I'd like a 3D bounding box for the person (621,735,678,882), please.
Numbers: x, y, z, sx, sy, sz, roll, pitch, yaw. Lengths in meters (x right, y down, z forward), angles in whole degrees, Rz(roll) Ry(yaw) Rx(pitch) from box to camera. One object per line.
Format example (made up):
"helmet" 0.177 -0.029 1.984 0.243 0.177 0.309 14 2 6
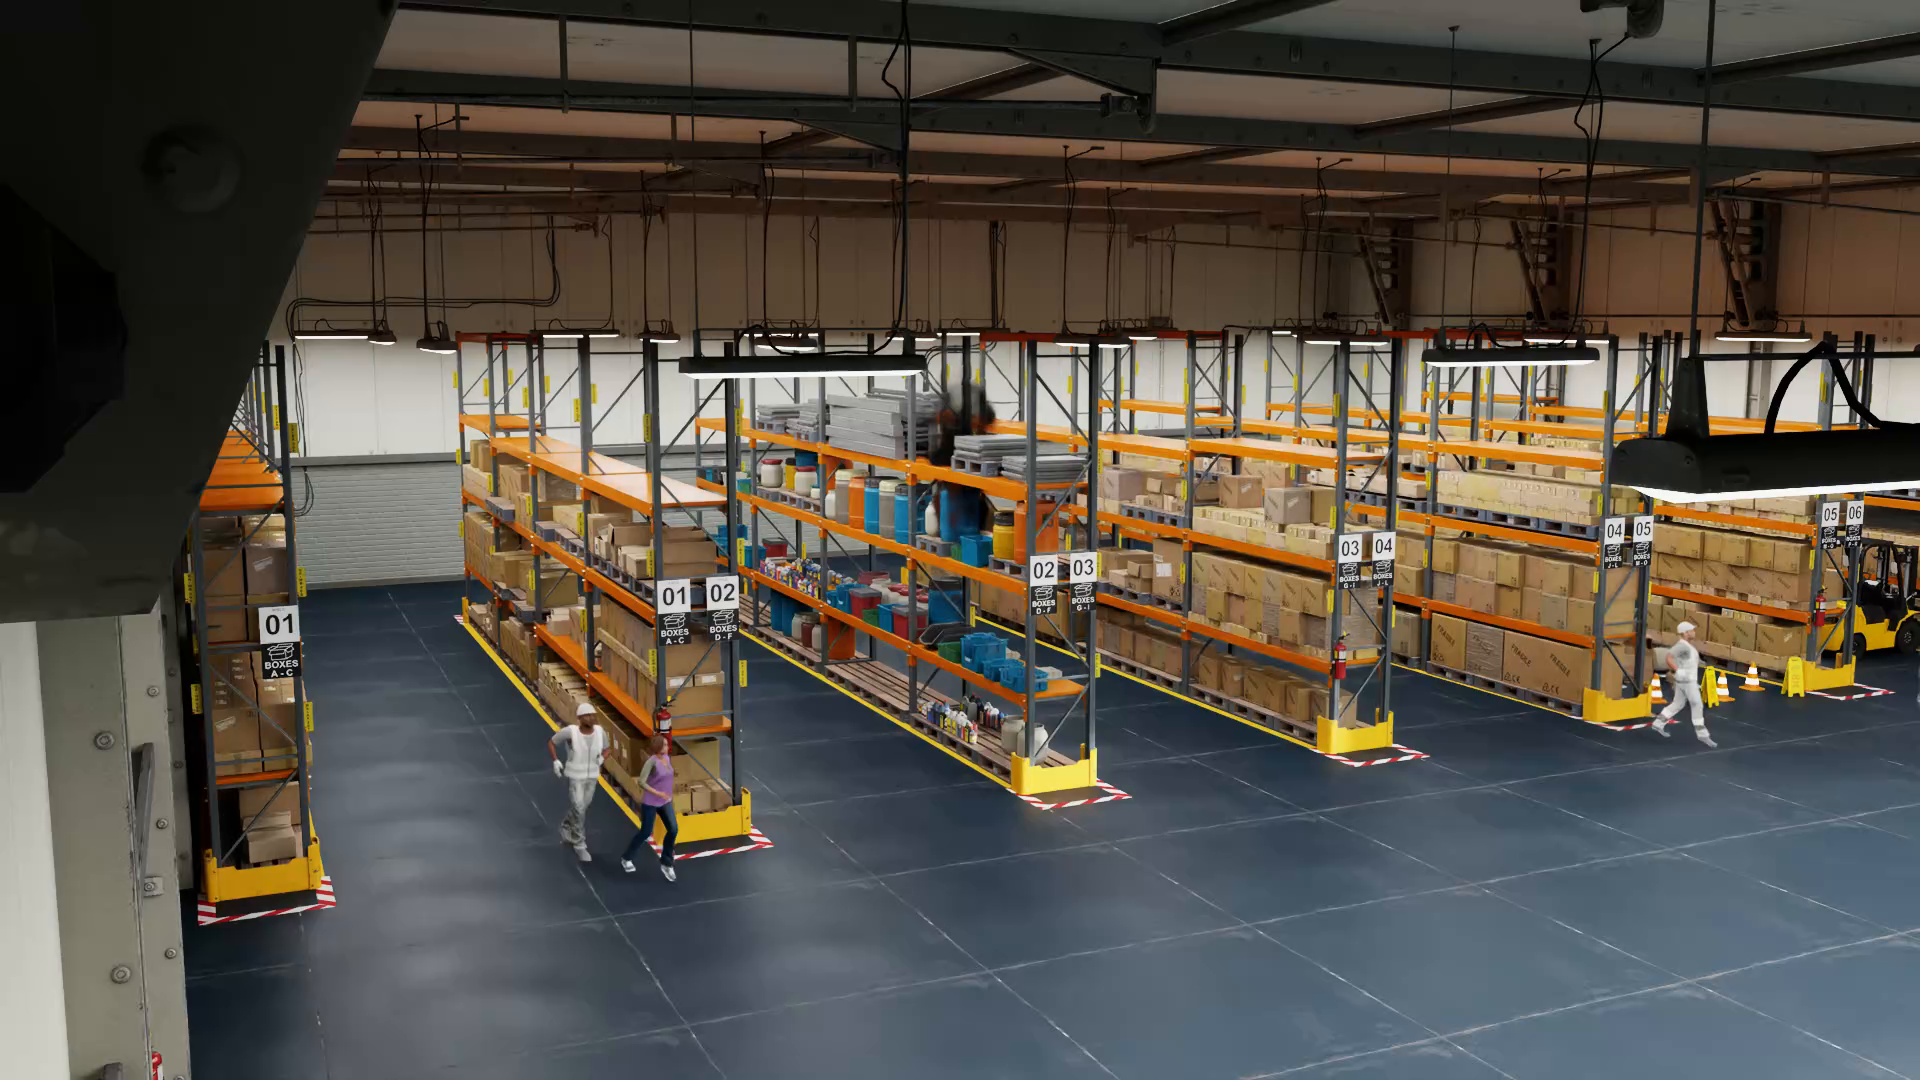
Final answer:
"person" -3.445 3.016 18.904 0.721 1.609 0.609 5 9 32

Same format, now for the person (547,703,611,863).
"person" -4.469 2.822 19.694 0.702 1.818 0.907 -7 10 -41

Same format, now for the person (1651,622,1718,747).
"person" 10.797 2.119 24.711 0.925 1.818 0.730 3 8 18
